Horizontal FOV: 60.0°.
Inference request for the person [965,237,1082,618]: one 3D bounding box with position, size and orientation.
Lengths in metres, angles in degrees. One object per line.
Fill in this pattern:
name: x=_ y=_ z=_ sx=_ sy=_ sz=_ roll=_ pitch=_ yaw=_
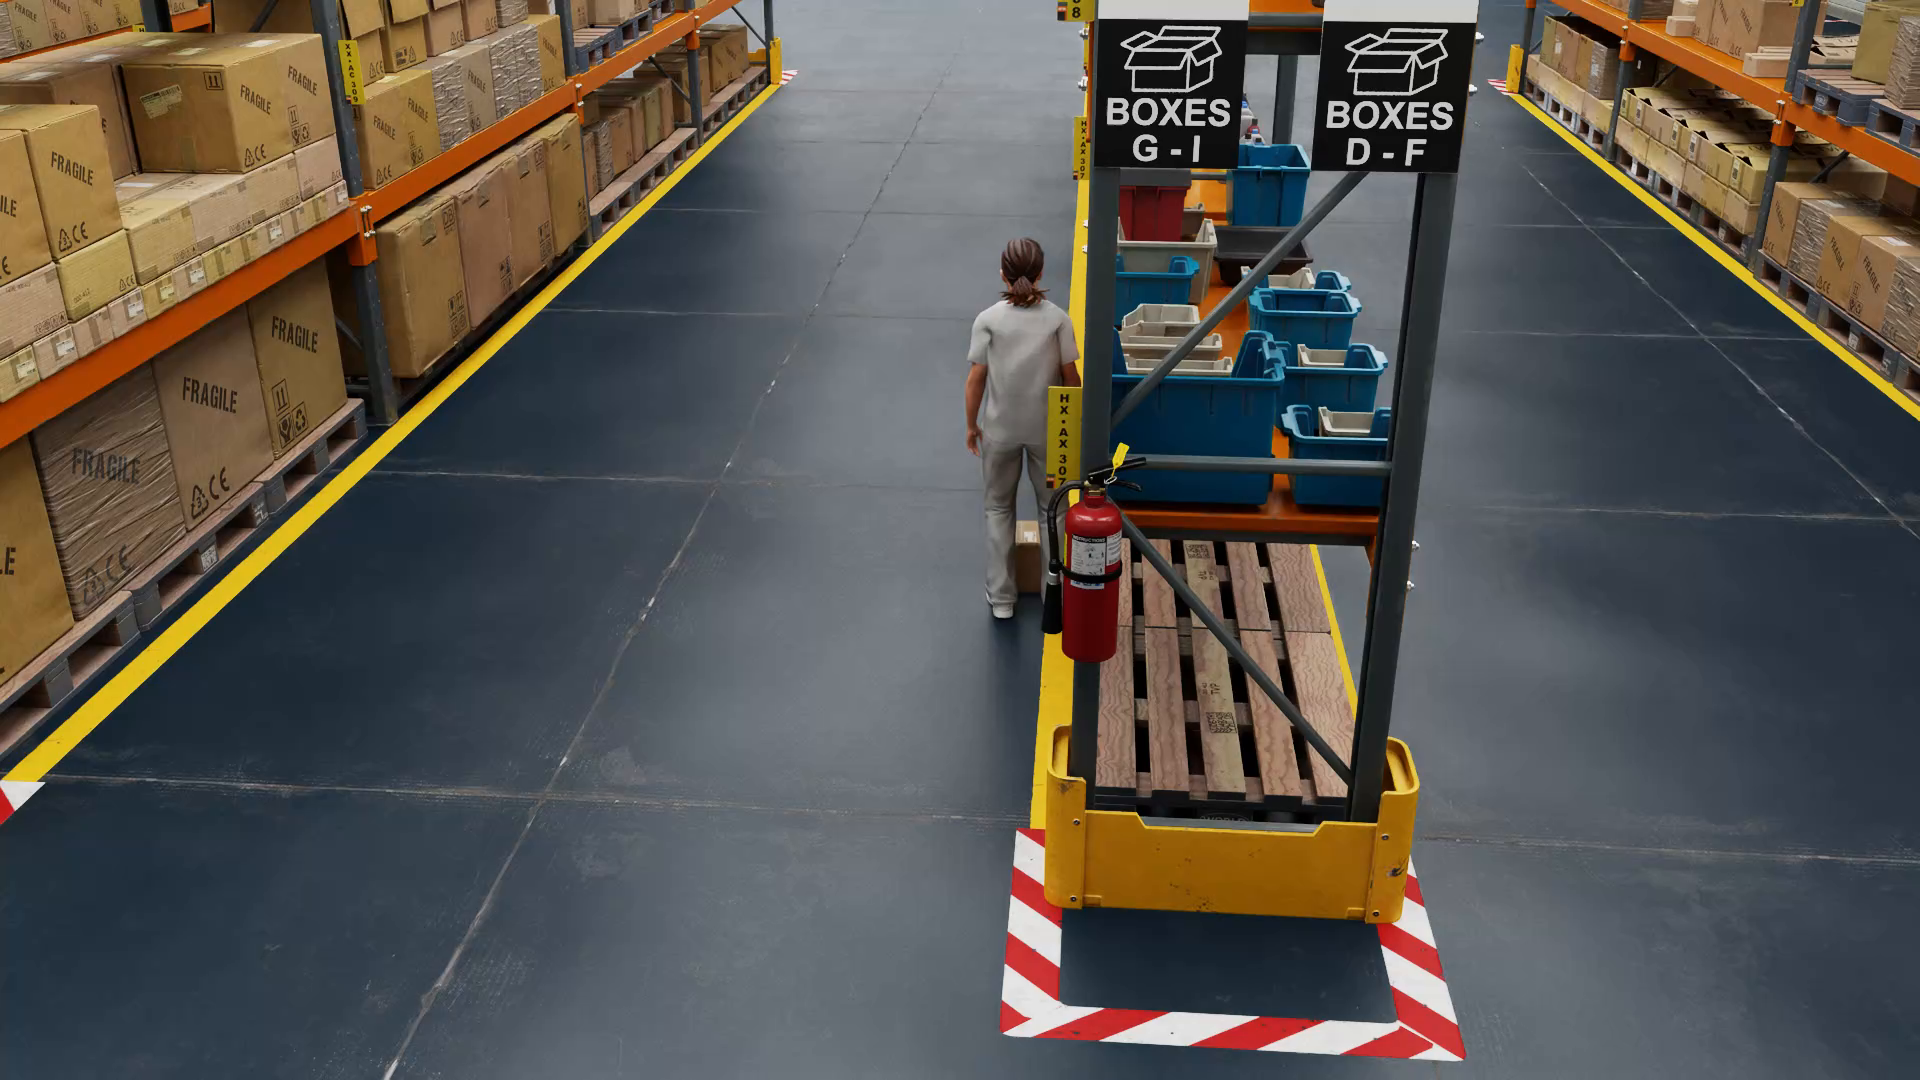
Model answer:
person: x=0.278 y=-0.446 z=7.108 sx=0.511 sy=1.649 sz=0.355 roll=1 pitch=25 yaw=2
